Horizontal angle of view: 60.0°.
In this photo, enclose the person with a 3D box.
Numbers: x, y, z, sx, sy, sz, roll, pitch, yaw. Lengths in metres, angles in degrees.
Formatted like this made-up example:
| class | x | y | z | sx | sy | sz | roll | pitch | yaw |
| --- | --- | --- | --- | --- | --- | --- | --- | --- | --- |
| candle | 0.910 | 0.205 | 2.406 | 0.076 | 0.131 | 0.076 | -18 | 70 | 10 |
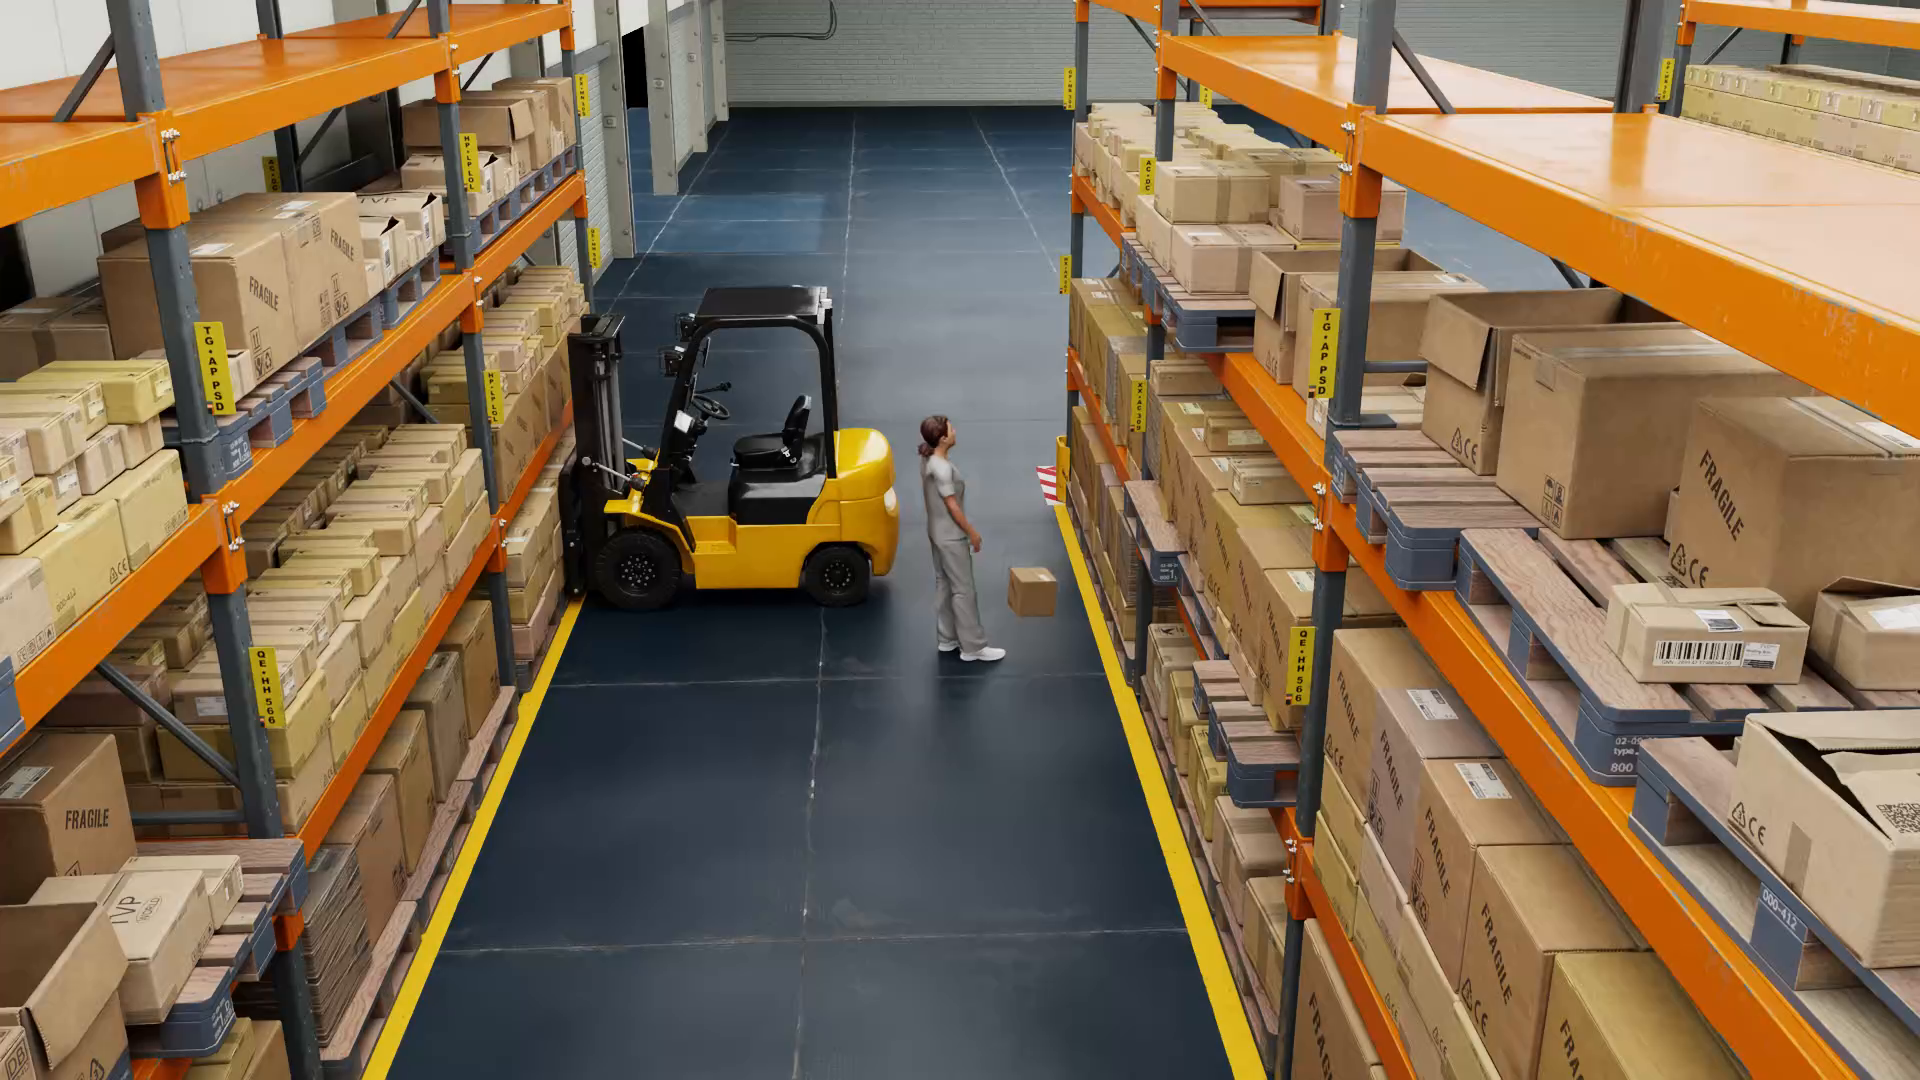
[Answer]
| class | x | y | z | sx | sy | sz | roll | pitch | yaw |
| --- | --- | --- | --- | --- | --- | --- | --- | --- | --- |
| person | -0.008 | -0.028 | 11.150 | 0.539 | 1.661 | 0.522 | -5 | 21 | -14 |
